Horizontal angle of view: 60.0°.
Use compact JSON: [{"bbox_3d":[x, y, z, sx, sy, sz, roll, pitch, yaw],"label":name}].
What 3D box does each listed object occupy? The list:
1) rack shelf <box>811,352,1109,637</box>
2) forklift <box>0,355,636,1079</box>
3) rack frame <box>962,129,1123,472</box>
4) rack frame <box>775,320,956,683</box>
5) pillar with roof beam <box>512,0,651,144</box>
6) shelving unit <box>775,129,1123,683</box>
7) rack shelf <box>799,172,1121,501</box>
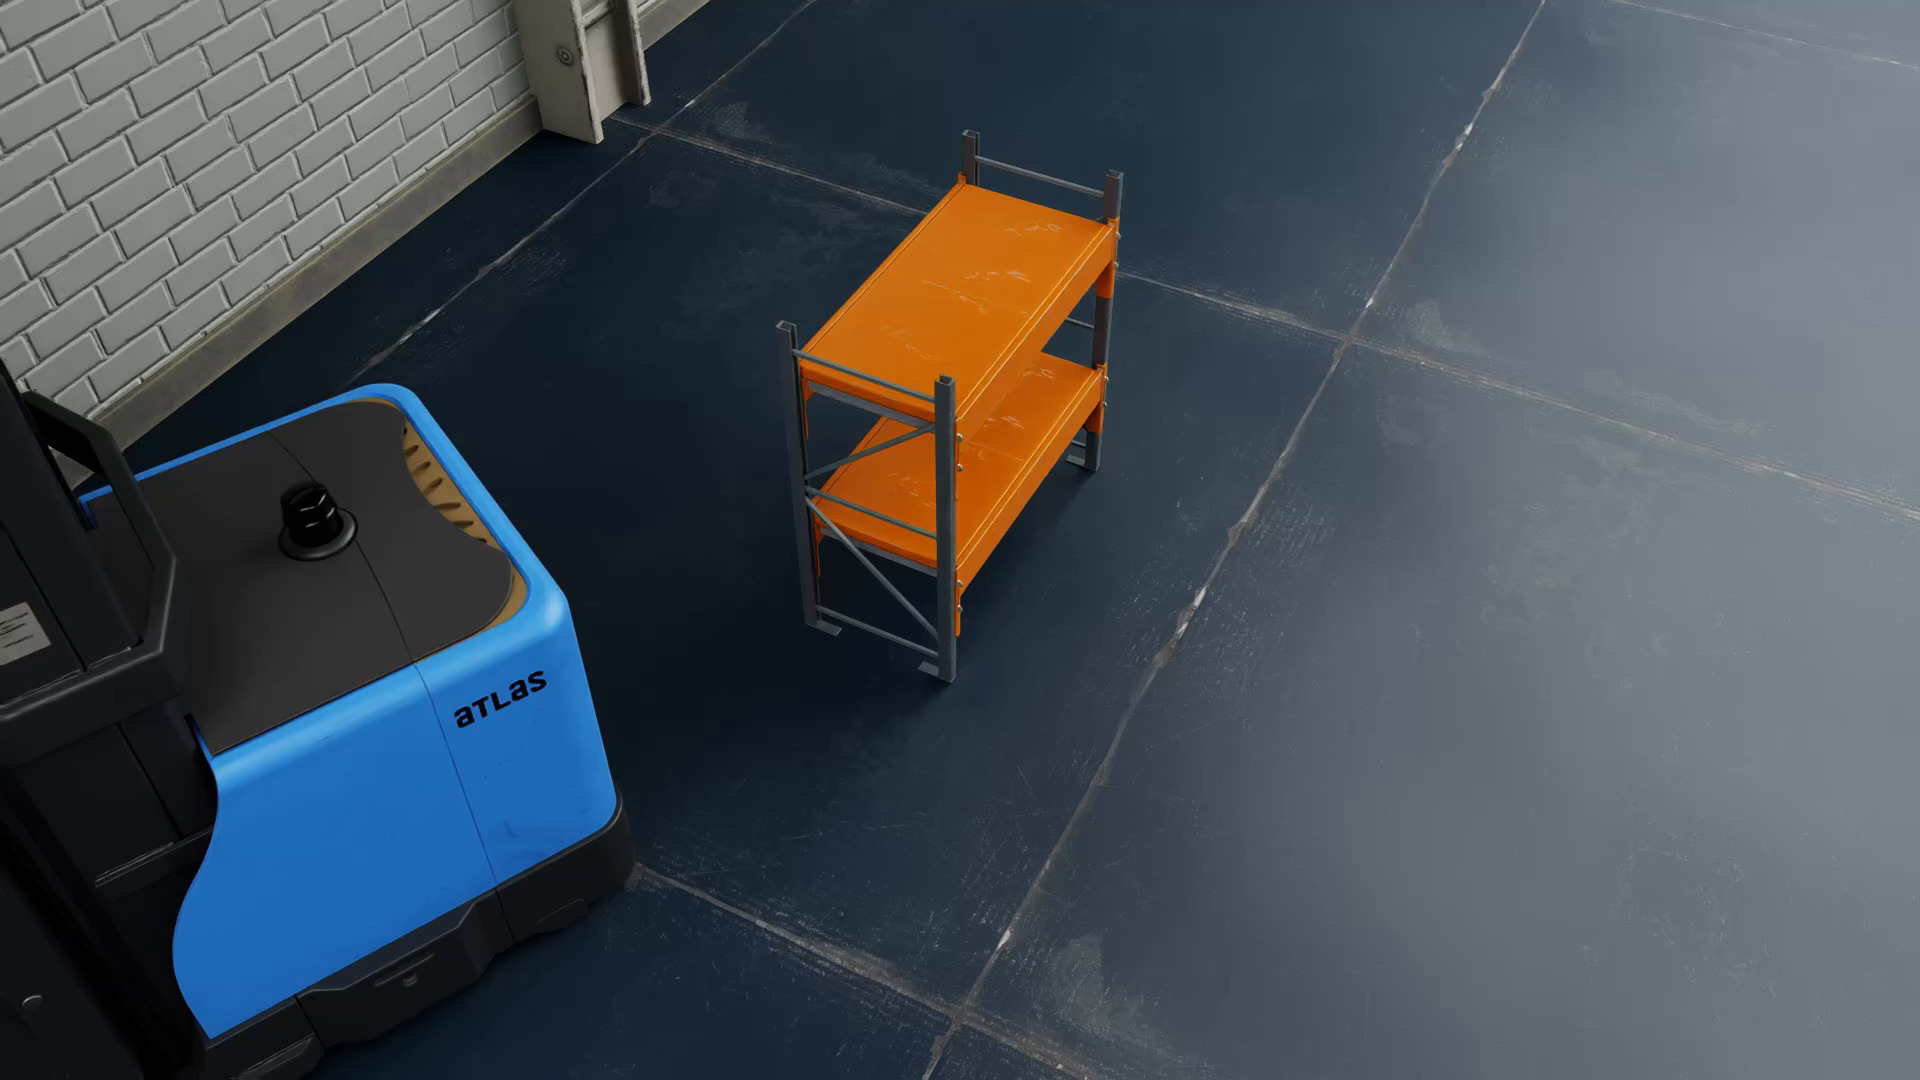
[{"bbox_3d":[-0.003,-0.219,5.020,0.538,0.278,1.000,20,49,19],"label":"rack shelf"},{"bbox_3d":[-2.339,0.195,2.996,3.031,2.935,1.130,-27,51,-24],"label":"forklift"},{"bbox_3d":[0.233,-0.711,5.162,0.500,1.125,0.032,20,49,19],"label":"rack frame"},{"bbox_3d":[-0.239,-0.071,4.529,0.500,1.125,0.032,20,49,19],"label":"rack frame"},{"bbox_3d":[2.268,-3.550,2.432,9.100,9.000,0.400,20,49,19],"label":"pillar with roof beam"},{"bbox_3d":[-0.003,-0.391,4.846,0.538,1.125,1.048,20,49,19],"label":"shelving unit"},{"bbox_3d":[-0.003,-0.597,4.638,0.538,0.278,1.000,20,49,19],"label":"rack shelf"}]
